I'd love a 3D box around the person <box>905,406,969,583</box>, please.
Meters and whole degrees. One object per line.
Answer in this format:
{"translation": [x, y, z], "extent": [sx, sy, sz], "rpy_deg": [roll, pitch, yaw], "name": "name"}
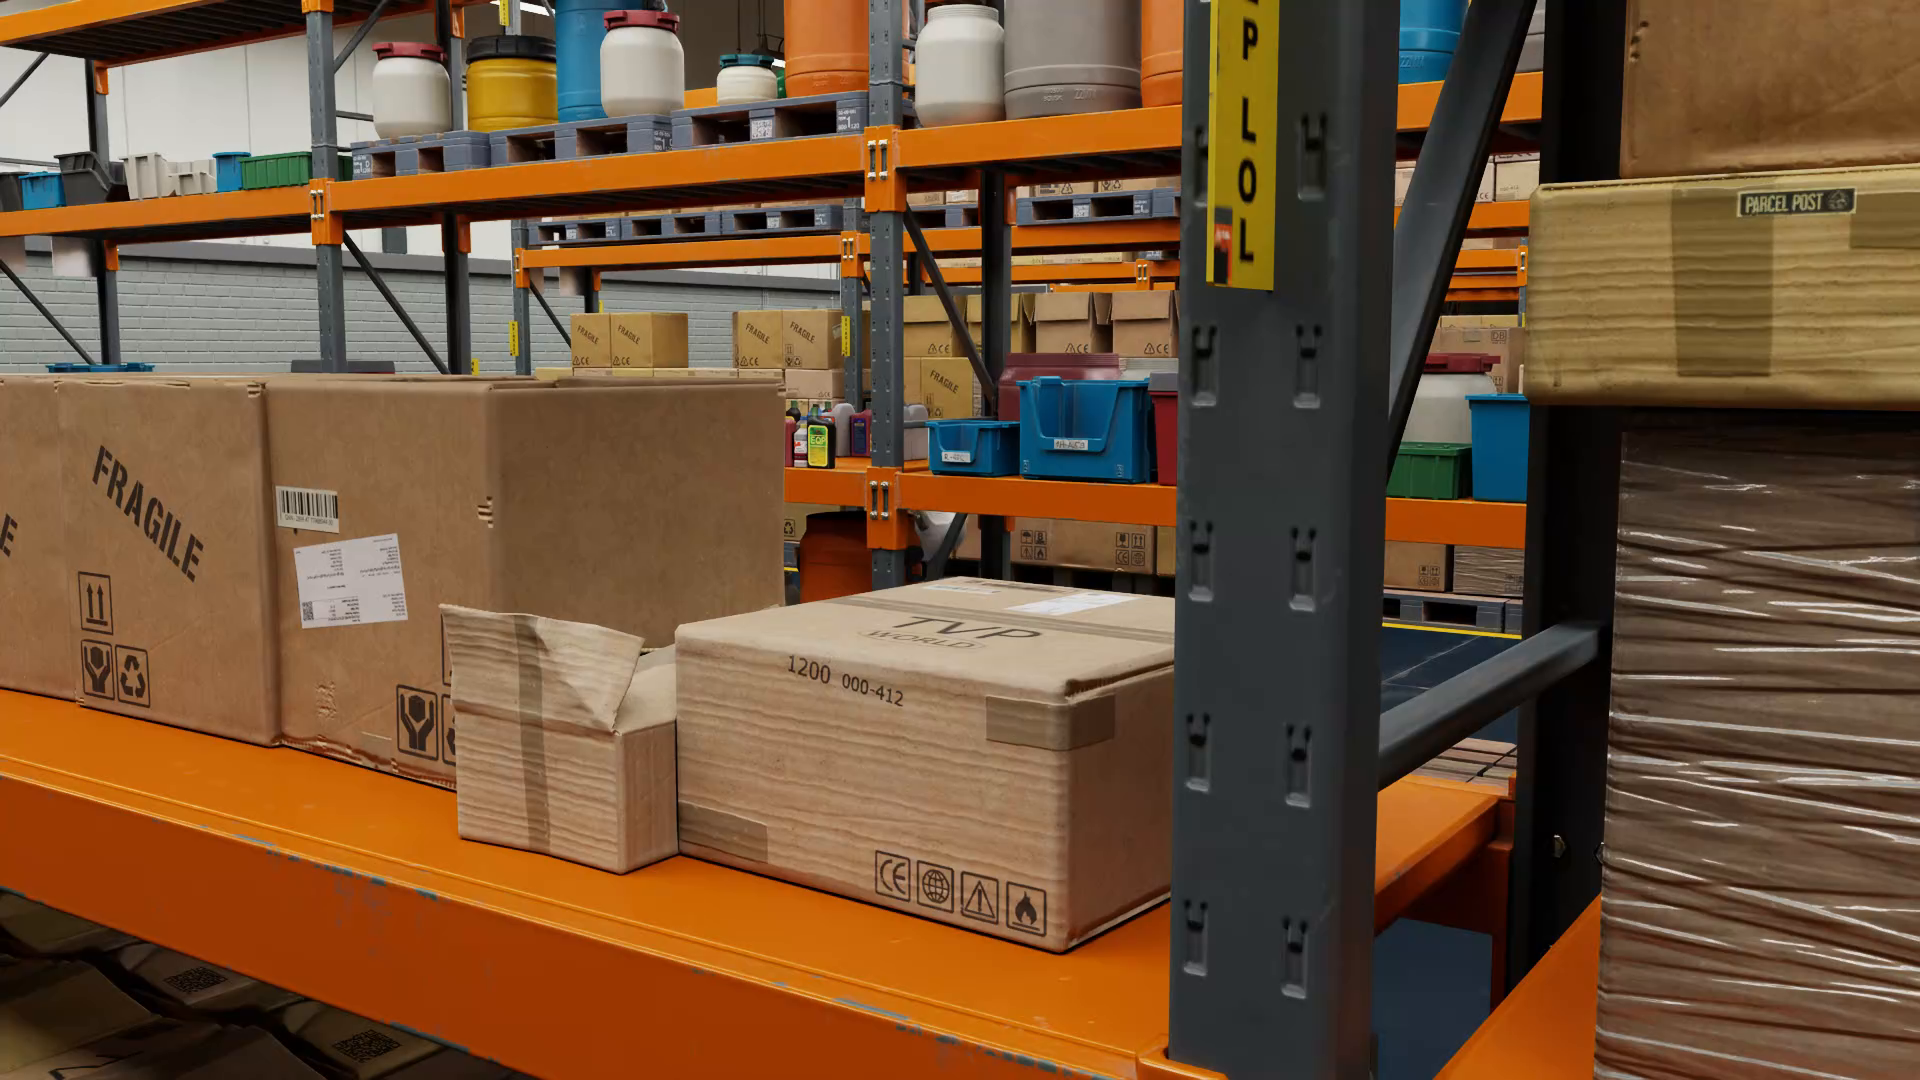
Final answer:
{"translation": [-0.253, -0.069, 10.313], "extent": [0.591, 1.522, 0.526], "rpy_deg": [4, 8, 34], "name": "person"}
